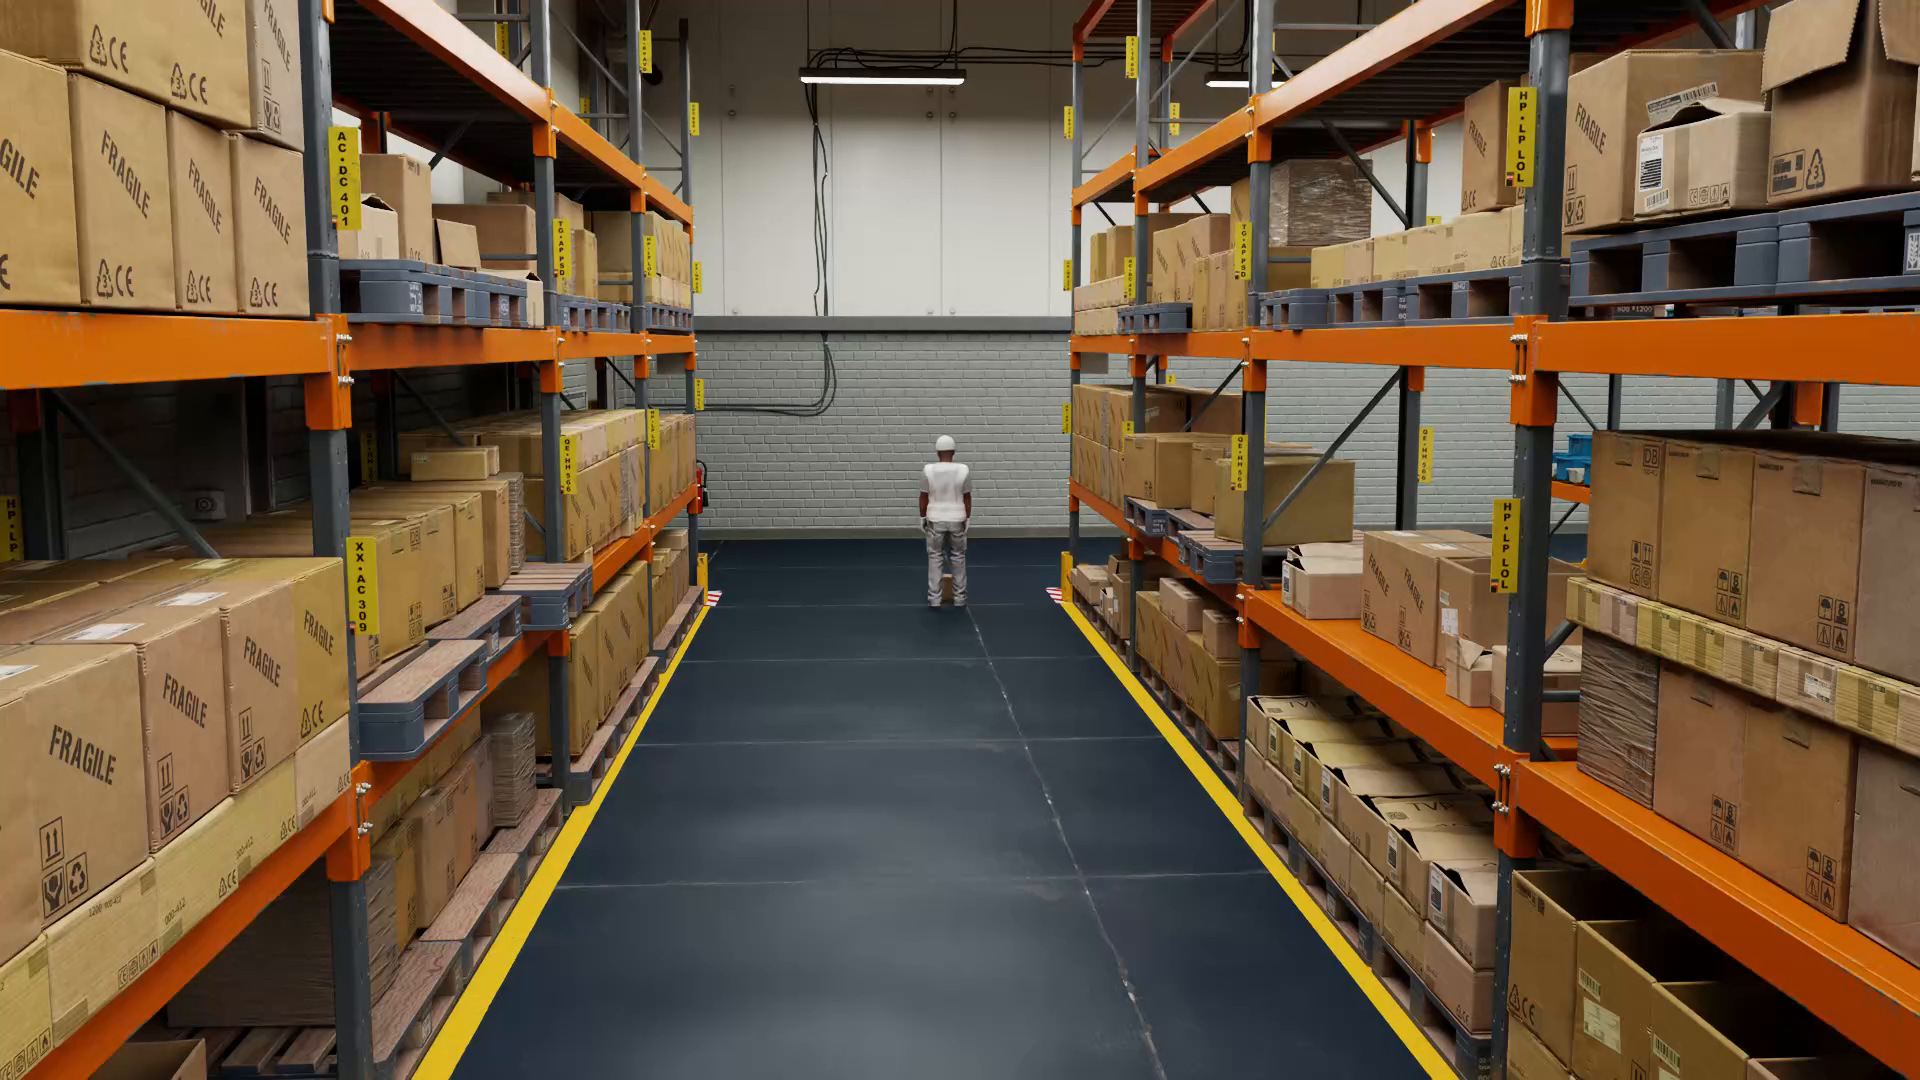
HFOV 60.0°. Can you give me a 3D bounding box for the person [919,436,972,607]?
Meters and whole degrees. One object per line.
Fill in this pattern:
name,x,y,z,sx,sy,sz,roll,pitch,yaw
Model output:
person,-0.154,-0.189,17.312,0.547,1.791,0.361,0,7,-2
